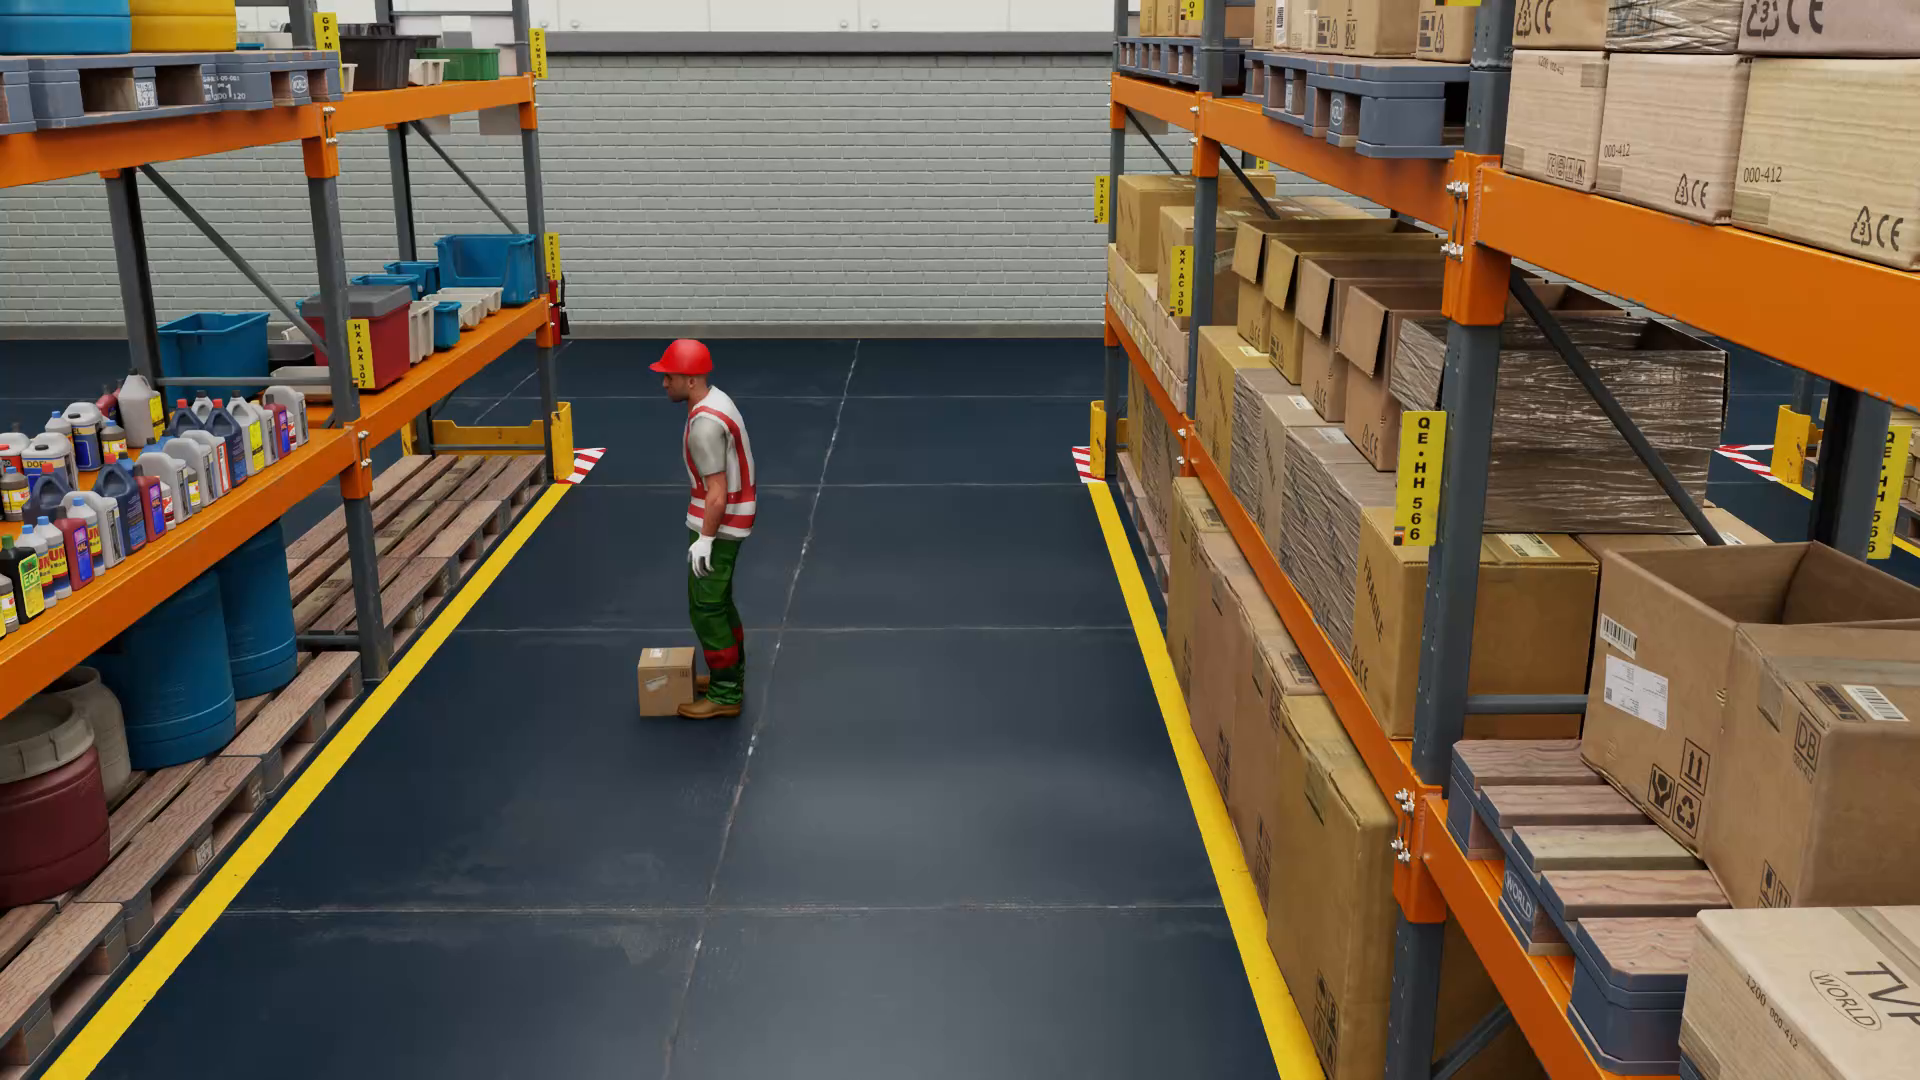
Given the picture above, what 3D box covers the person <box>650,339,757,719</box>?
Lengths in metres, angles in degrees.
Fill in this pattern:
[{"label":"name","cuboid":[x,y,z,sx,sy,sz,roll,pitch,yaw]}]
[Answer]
[{"label":"person","cuboid":[-1.164,-0.053,7.695,0.452,1.778,0.613,-1,17,-4]}]
